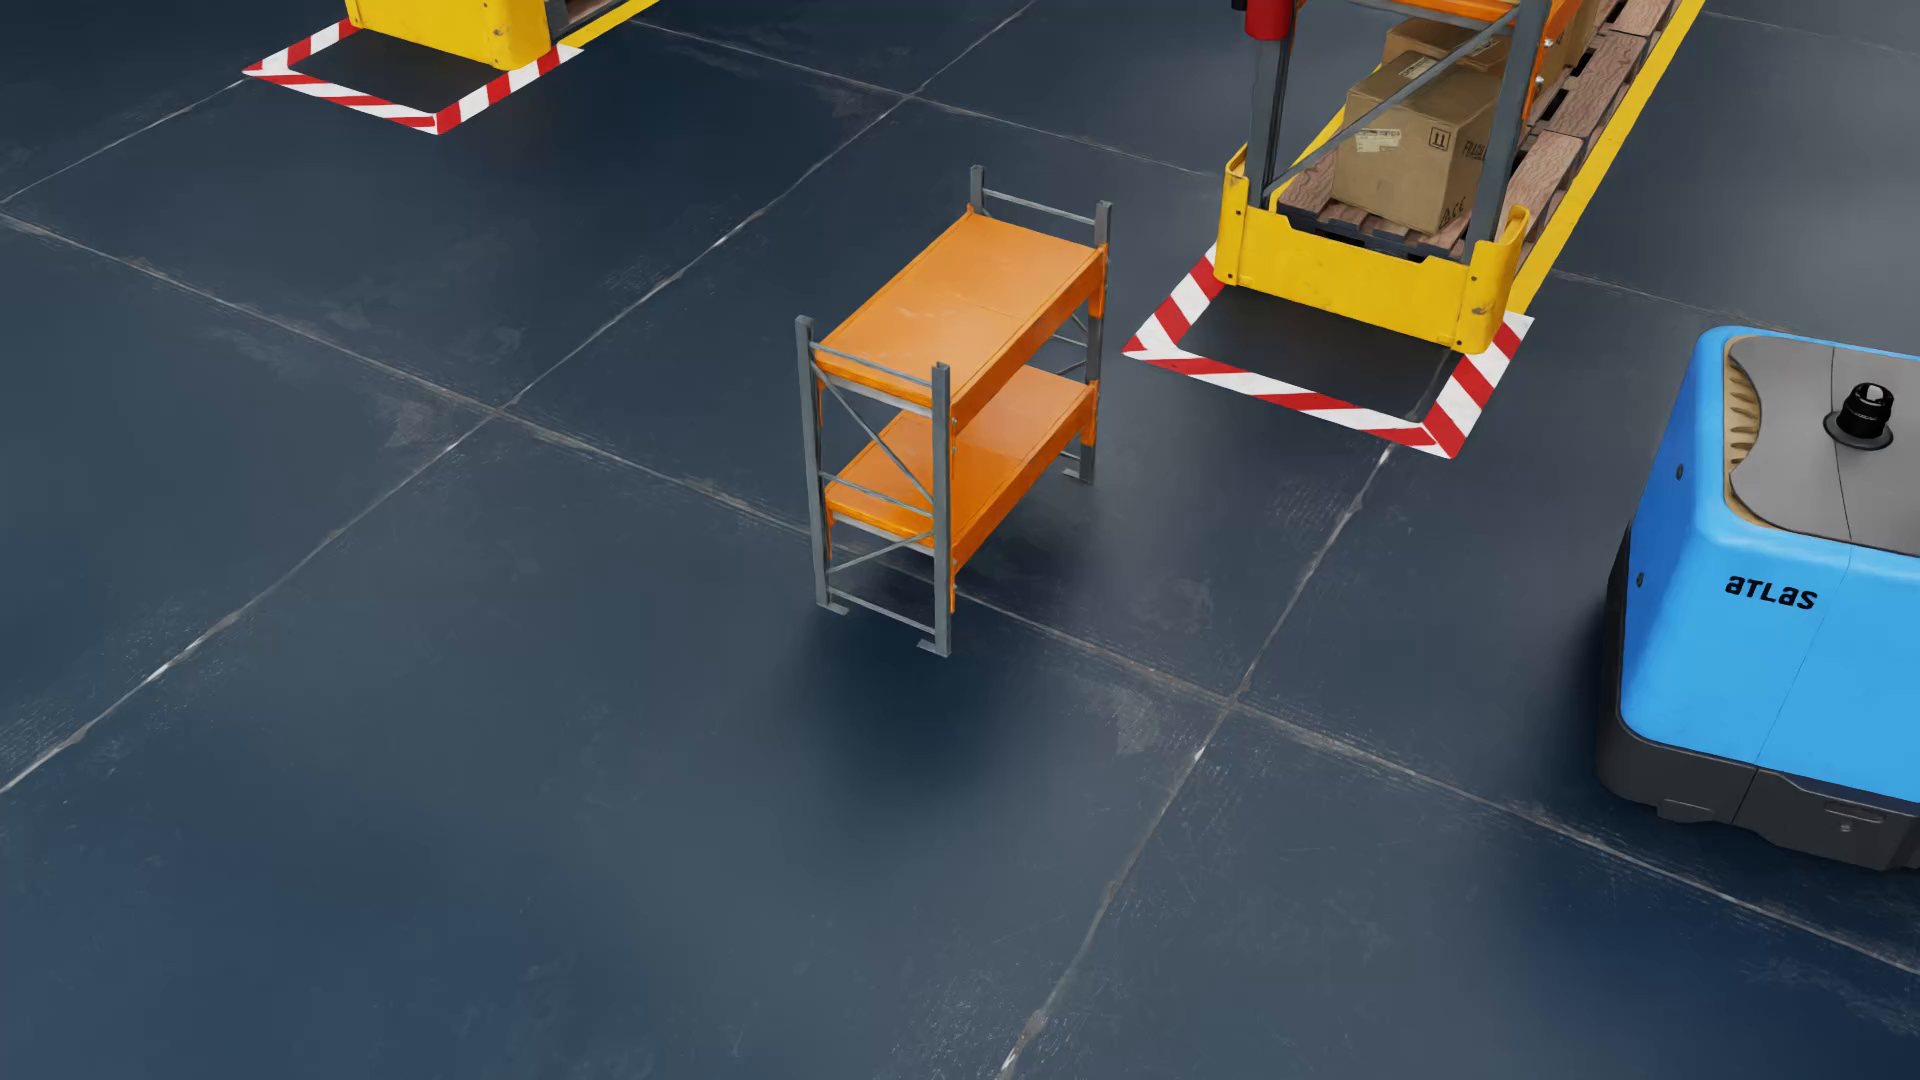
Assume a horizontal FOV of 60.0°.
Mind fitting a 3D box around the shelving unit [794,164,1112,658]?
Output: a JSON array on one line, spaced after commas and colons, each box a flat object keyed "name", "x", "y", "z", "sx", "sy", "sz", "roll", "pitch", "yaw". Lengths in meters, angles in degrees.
[{"name": "shelving unit", "x": 0.003, "y": -0.426, "z": 5.383, "sx": 0.538, "sy": 1.125, "sz": 1.048, "roll": 21, "pitch": 45, "yaw": 22}]

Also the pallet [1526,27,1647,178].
[{"name": "pallet", "x": 2.686, "y": -2.237, "z": 8.131, "sx": 1.003, "sy": 0.211, "sz": 1.213, "roll": 21, "pitch": 45, "yaw": 22}]

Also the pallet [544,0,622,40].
[{"name": "pallet", "x": -2.280, "y": -3.205, "z": 9.230, "sx": 1.003, "sy": 0.211, "sz": 1.213, "roll": 21, "pitch": 45, "yaw": 22}]

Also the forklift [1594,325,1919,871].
[{"name": "forklift", "x": 3.434, "y": -0.321, "z": 3.897, "sx": 3.031, "sy": 2.935, "sz": 1.130, "roll": 13, "pitch": 43, "yaw": 14}]

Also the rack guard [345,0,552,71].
[{"name": "rack guard", "x": -2.692, "y": -2.851, "z": 8.609, "sx": 1.175, "sy": 0.500, "sz": 0.348, "roll": 21, "pitch": 45, "yaw": 22}]

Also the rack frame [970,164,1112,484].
[{"name": "rack frame", "x": 0.258, "y": -0.717, "z": 5.713, "sx": 0.500, "sy": 1.125, "sz": 0.032, "roll": 21, "pitch": 45, "yaw": 22}]

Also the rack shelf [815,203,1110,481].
[{"name": "rack shelf", "x": 0.003, "y": -0.646, "z": 5.189, "sx": 0.538, "sy": 0.278, "sz": 1.000, "roll": 21, "pitch": 45, "yaw": 22}]

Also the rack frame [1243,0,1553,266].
[{"name": "rack frame", "x": 1.599, "y": -2.092, "z": 5.856, "sx": 1.000, "sy": 3.000, "sz": 0.127, "roll": 21, "pitch": 45, "yaw": 22}]

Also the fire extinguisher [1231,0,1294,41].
[{"name": "fire extinguisher", "x": 1.143, "y": -2.150, "z": 5.980, "sx": 0.296, "sy": 0.674, "sz": 0.183, "roll": 21, "pitch": 45, "yaw": 22}]

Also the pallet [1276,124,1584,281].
[{"name": "pallet", "x": 2.074, "y": -1.542, "z": 7.341, "sx": 1.003, "sy": 0.211, "sz": 1.213, "roll": 21, "pitch": 45, "yaw": 22}]

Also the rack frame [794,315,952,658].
[{"name": "rack frame", "x": -0.251, "y": -0.135, "z": 5.052, "sx": 0.500, "sy": 1.125, "sz": 0.032, "roll": 21, "pitch": 45, "yaw": 22}]

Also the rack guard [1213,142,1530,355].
[{"name": "rack guard", "x": 1.637, "y": -1.197, "z": 6.731, "sx": 1.175, "sy": 0.500, "sz": 0.348, "roll": 21, "pitch": 45, "yaw": 22}]

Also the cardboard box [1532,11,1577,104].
[{"name": "cardboard box", "x": 2.525, "y": -2.368, "z": 7.743, "sx": 0.500, "sy": 0.500, "sz": 0.500, "roll": 25, "pitch": 47, "yaw": 26}]

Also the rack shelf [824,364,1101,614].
[{"name": "rack shelf", "x": 0.003, "y": -0.243, "z": 5.544, "sx": 0.538, "sy": 0.278, "sz": 1.000, "roll": 21, "pitch": 45, "yaw": 22}]

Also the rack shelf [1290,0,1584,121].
[{"name": "rack shelf", "x": 2.600, "y": -2.966, "z": 7.393, "sx": 1.077, "sy": 0.370, "sz": 4.000, "roll": 21, "pitch": 45, "yaw": 22}]

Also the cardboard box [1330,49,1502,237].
[{"name": "cardboard box", "x": 1.926, "y": -1.663, "z": 6.942, "sx": 0.500, "sy": 0.500, "sz": 0.500, "roll": 30, "pitch": 49, "yaw": 29}]

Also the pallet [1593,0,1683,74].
[{"name": "pallet", "x": 3.295, "y": -2.938, "z": 8.926, "sx": 1.003, "sy": 0.211, "sz": 1.213, "roll": 21, "pitch": 45, "yaw": 22}]

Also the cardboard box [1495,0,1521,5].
[{"name": "cardboard box", "x": 1.948, "y": -2.082, "z": 6.034, "sx": 0.380, "sy": 0.149, "sz": 0.250, "roll": 21, "pitch": 45, "yaw": 22}]

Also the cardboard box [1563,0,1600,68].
[{"name": "cardboard box", "x": 2.843, "y": -2.673, "z": 8.089, "sx": 0.500, "sy": 0.500, "sz": 0.500, "roll": 17, "pitch": 44, "yaw": 18}]

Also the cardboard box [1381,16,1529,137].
[{"name": "cardboard box", "x": 2.196, "y": -2.016, "z": 7.344, "sx": 0.500, "sy": 0.500, "sz": 0.500, "roll": -33, "pitch": 51, "yaw": -32}]
